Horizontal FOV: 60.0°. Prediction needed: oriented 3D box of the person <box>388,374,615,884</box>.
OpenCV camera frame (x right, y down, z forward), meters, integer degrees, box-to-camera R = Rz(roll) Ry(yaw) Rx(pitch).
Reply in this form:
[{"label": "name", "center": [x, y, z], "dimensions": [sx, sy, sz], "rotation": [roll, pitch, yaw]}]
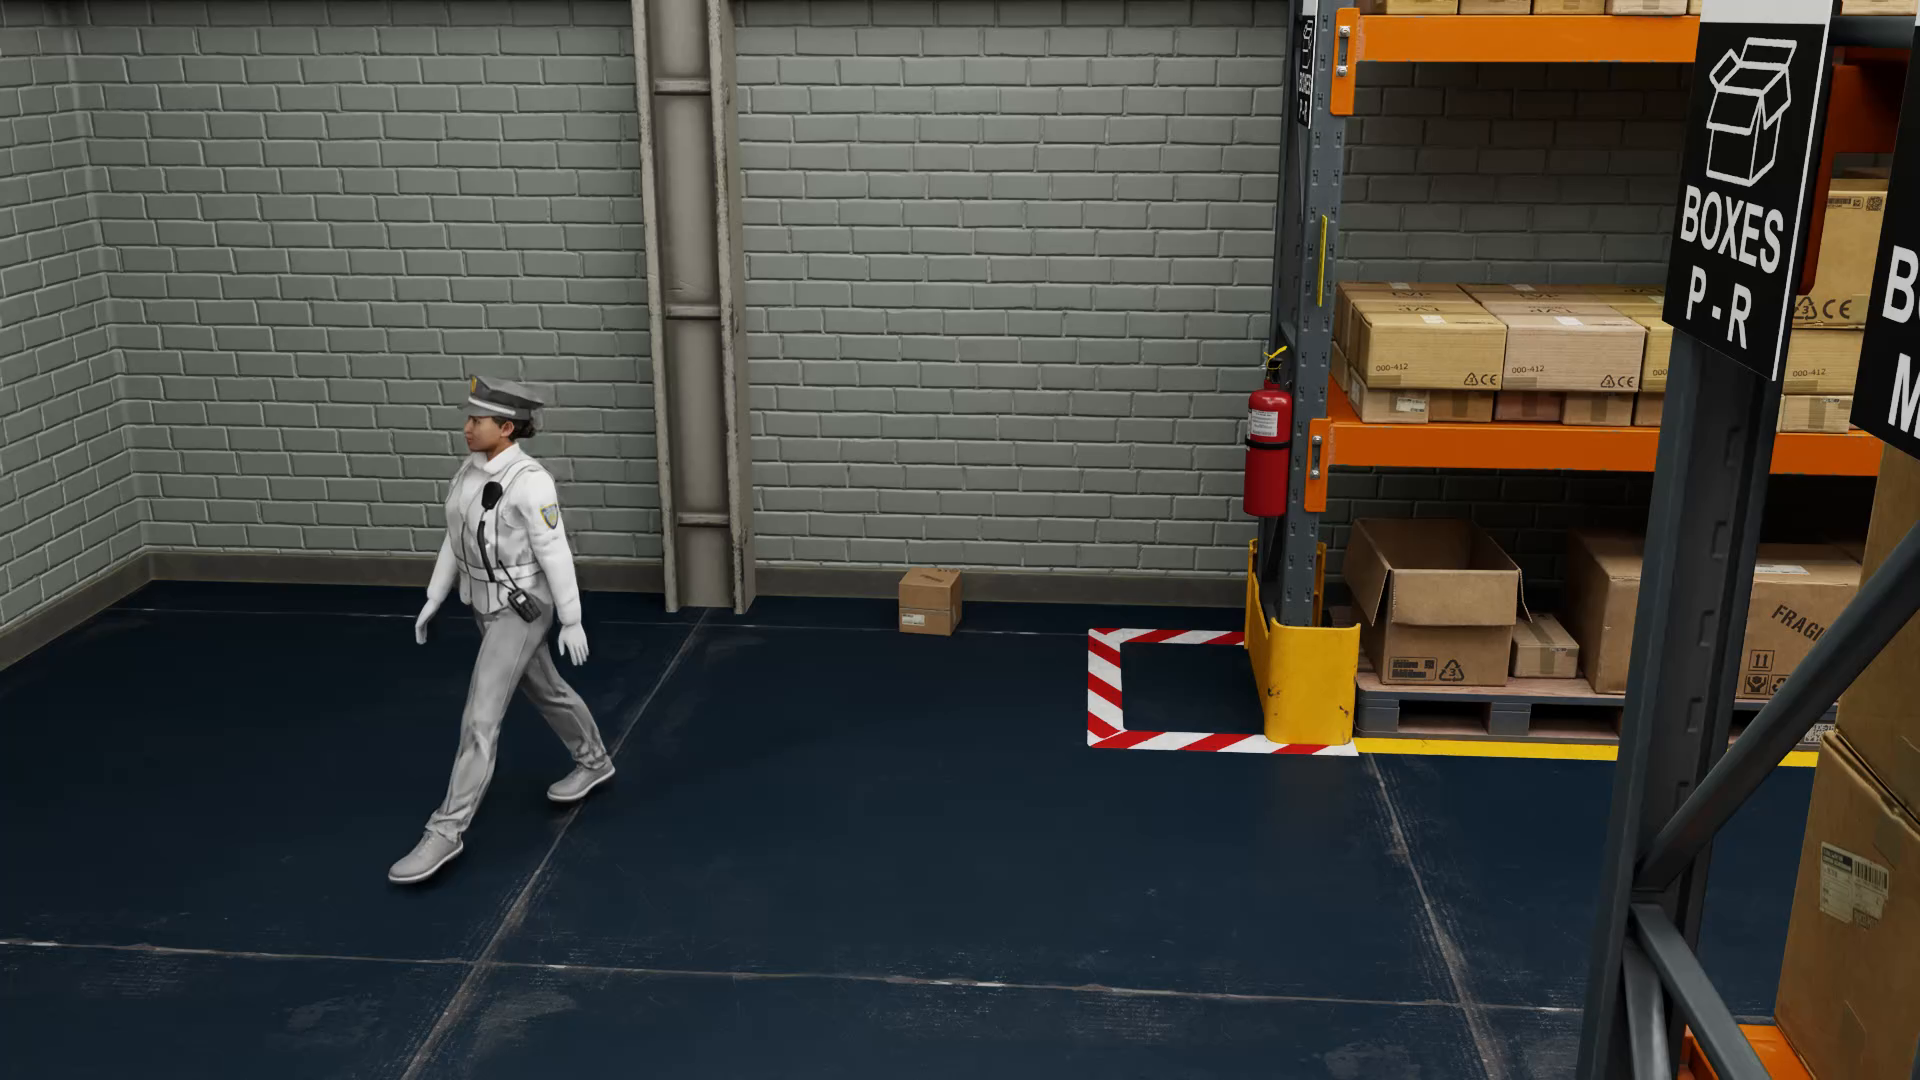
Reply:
[{"label": "person", "center": [-1.635, 0.239, 5.704], "dimensions": [0.973, 1.636, 0.521], "rotation": [-15, 23, -39]}]
